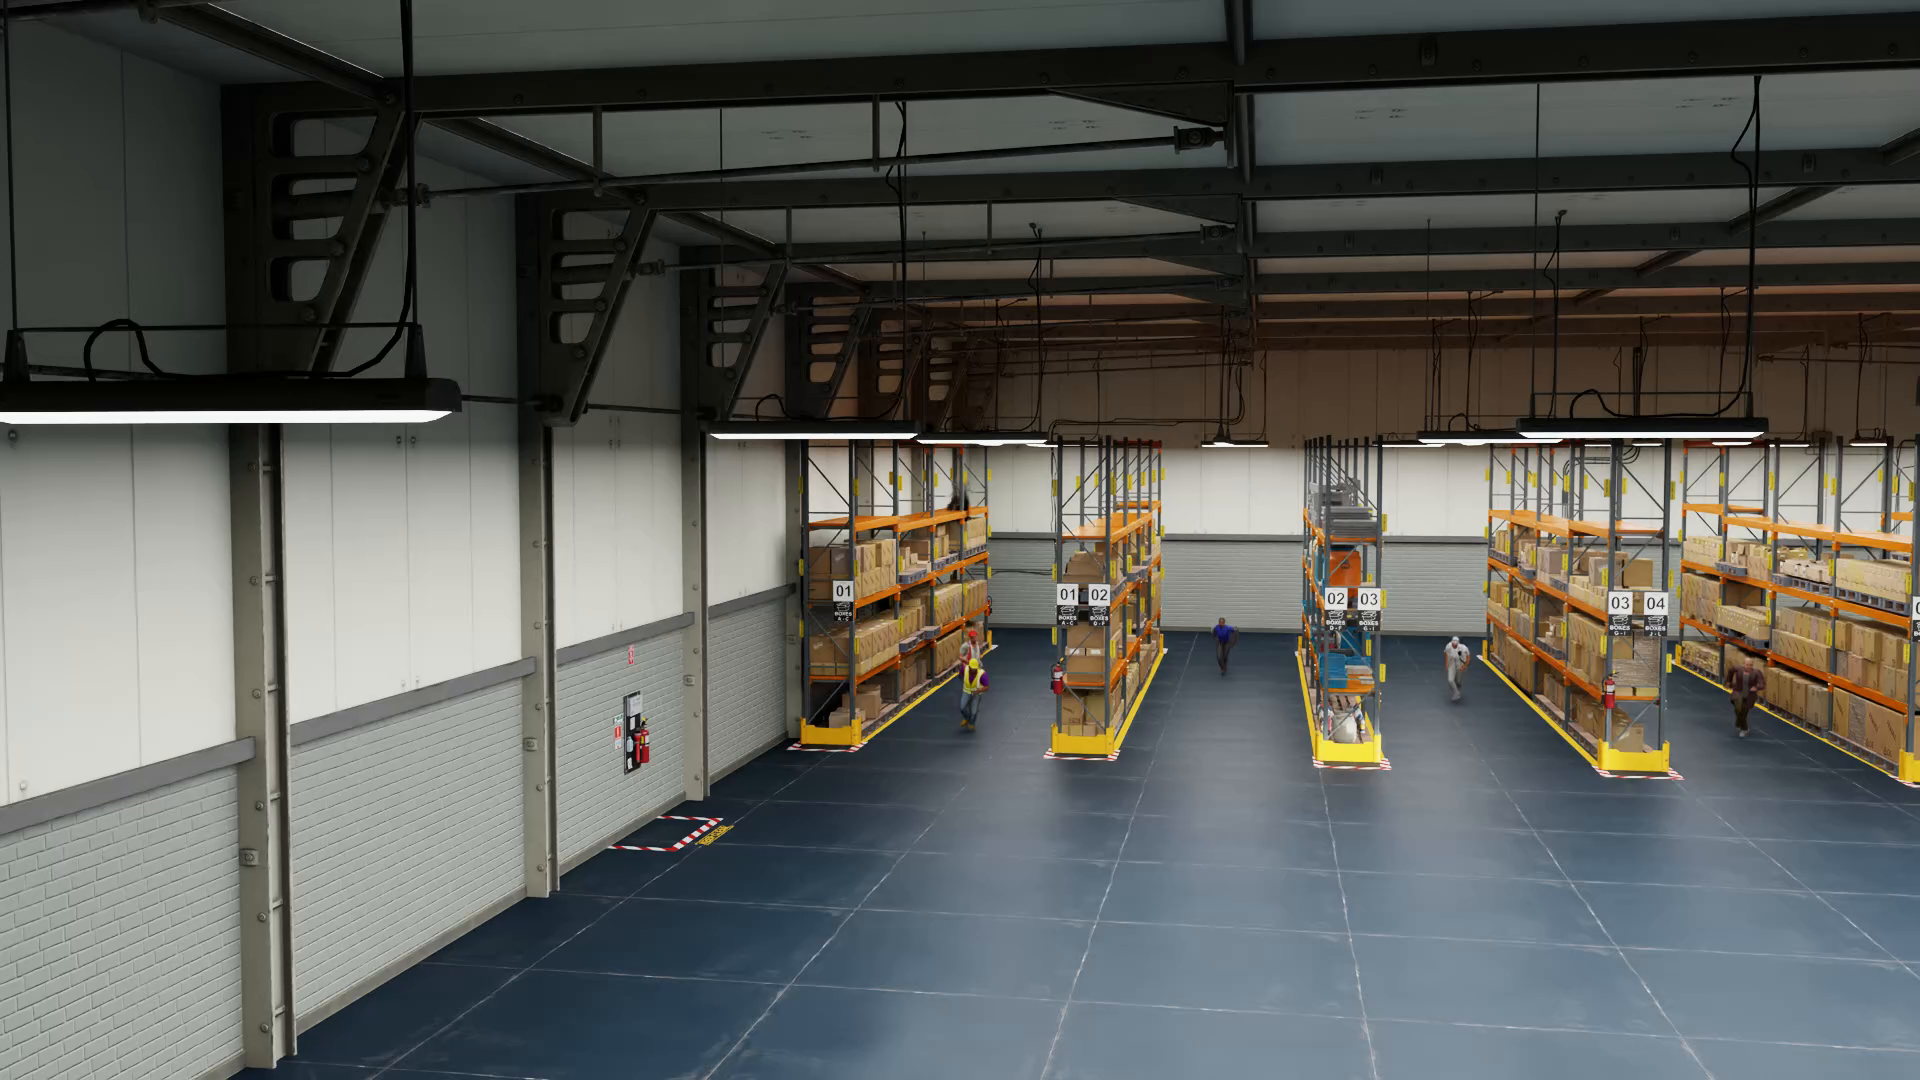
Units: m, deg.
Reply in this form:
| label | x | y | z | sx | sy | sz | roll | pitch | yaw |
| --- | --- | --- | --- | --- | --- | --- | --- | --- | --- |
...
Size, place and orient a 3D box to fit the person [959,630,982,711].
| label | x | y | z | sx | sy | sz | roll | pitch | yaw |
| --- | --- | --- | --- | --- | --- | --- | --- | --- | --- |
| person | 0.190 | 2.852 | 36.708 | 0.625 | 1.762 | 0.855 | -1 | 3 | -24 |

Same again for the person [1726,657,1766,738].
| label | x | y | z | sx | sy | sz | roll | pitch | yaw |
| --- | --- | --- | --- | --- | --- | --- | --- | --- | --- |
| person | 15.663 | 3.104 | 33.172 | 0.705 | 1.608 | 1.186 | 1 | 3 | 21 |

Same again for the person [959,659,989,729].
| label | x | y | z | sx | sy | sz | roll | pitch | yaw |
| --- | --- | --- | --- | --- | --- | --- | --- | --- | --- |
| person | 0.252 | 3.125 | 33.725 | 0.729 | 1.526 | 0.976 | 1 | 3 | 11 |

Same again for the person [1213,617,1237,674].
| label | x | y | z | sx | sy | sz | roll | pitch | yaw |
| --- | --- | --- | --- | --- | --- | --- | --- | --- | --- |
| person | 6.759 | 2.692 | 42.415 | 0.593 | 1.491 | 0.810 | 1 | 3 | 17 |

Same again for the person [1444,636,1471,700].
| label | x | y | z | sx | sy | sz | roll | pitch | yaw |
| --- | --- | --- | --- | --- | --- | --- | --- | --- | --- |
| person | 11.443 | 2.924 | 38.236 | 0.604 | 1.491 | 1.021 | 1 | 3 | 25 |
